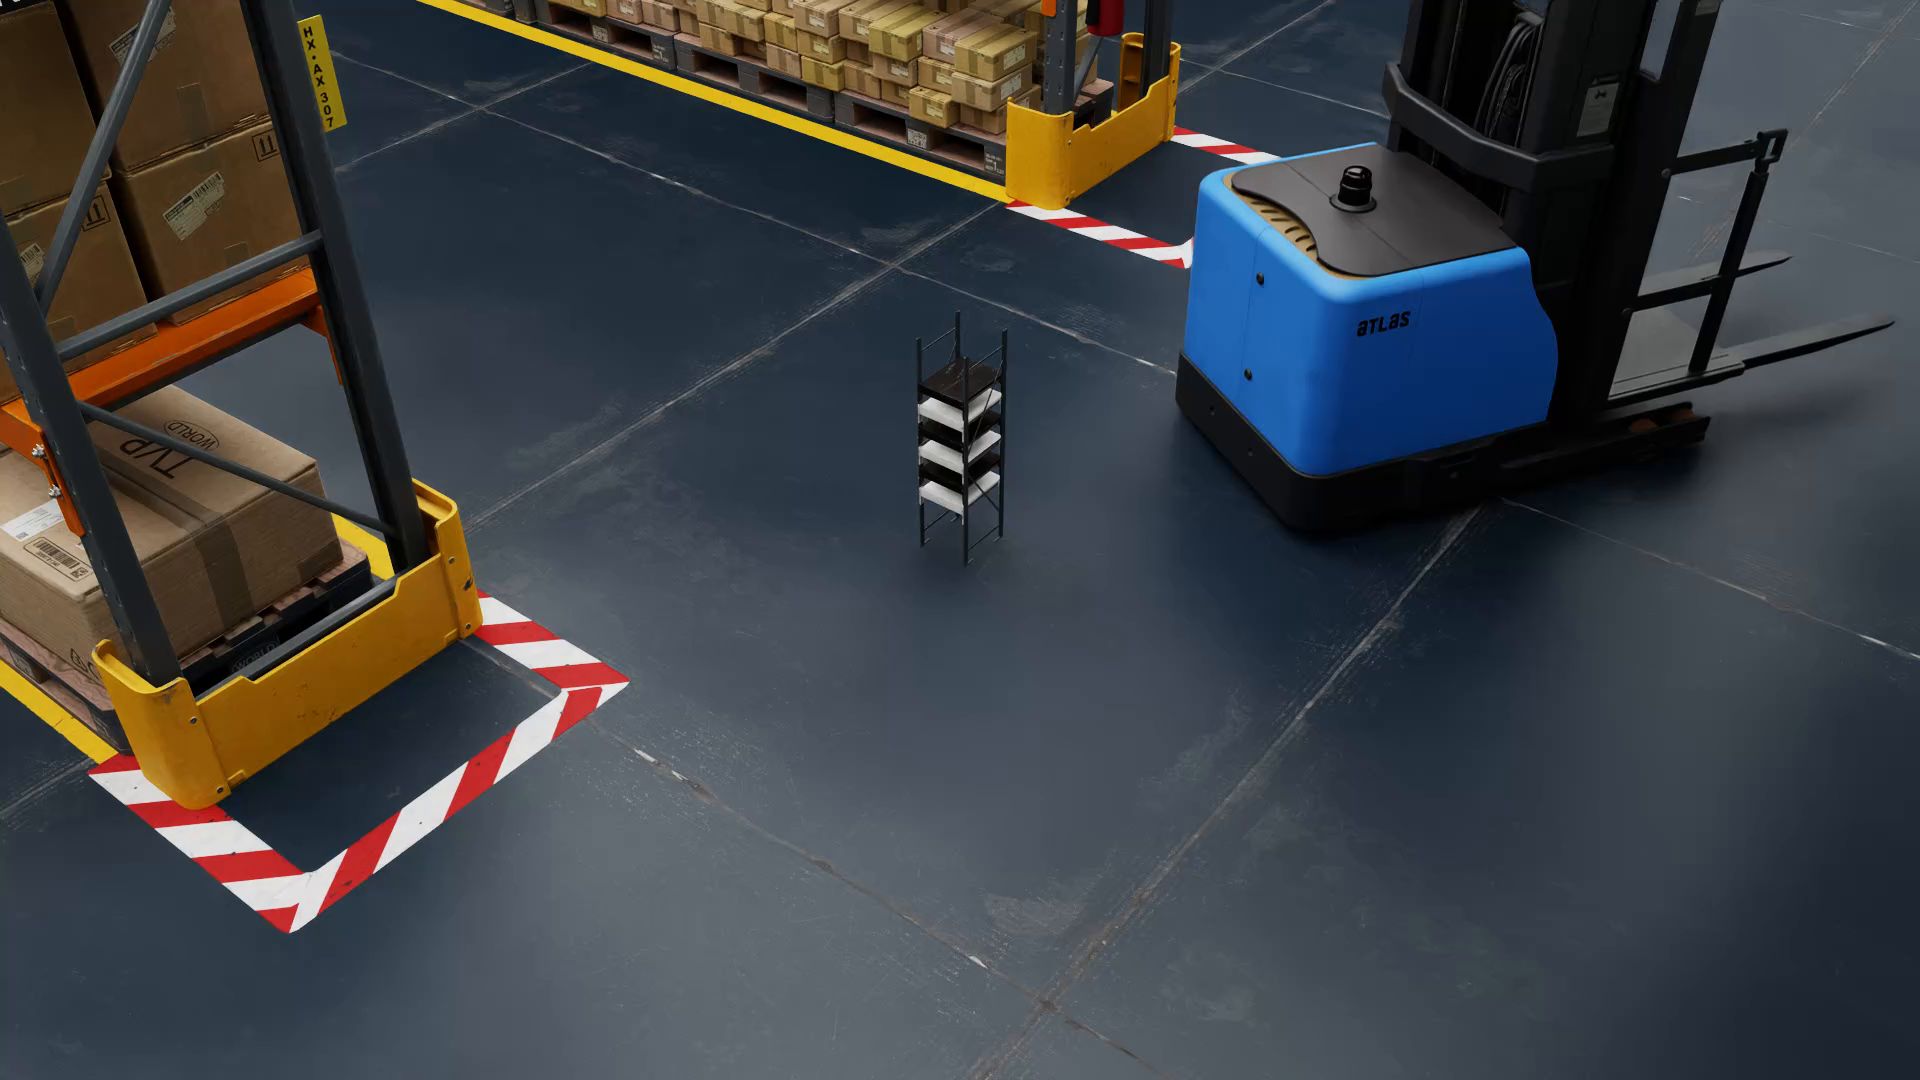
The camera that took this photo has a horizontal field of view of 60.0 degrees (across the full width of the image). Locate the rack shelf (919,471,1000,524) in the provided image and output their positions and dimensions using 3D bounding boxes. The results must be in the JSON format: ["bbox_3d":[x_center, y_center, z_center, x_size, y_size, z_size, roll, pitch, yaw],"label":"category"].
[{"bbox_3d":[0.006,-0.183,6.100,0.200,0.077,0.258,25,45,29],"label":"rack shelf"}]

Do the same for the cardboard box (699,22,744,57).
[{"bbox_3d":[-1.270,-2.925,9.525,0.250,0.149,0.380,24,44,27],"label":"cardboard box"}]

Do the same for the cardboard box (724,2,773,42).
[{"bbox_3d":[-1.096,-2.938,9.300,0.250,0.149,0.380,26,45,29],"label":"cardboard box"}]

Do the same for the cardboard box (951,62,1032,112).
[{"bbox_3d":[0.165,-2.362,8.564,0.250,0.149,0.380,24,44,27],"label":"cardboard box"}]

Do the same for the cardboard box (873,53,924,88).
[{"bbox_3d":[-0.249,-2.556,8.811,0.250,0.149,0.380,23,44,27],"label":"cardboard box"}]

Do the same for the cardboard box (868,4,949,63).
[{"bbox_3d":[-0.264,-2.652,8.694,0.250,0.149,0.380,24,44,28],"label":"cardboard box"}]

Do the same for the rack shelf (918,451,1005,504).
[{"bbox_3d":[0.006,-0.254,6.045,0.200,0.077,0.258,25,45,29],"label":"rack shelf"}]

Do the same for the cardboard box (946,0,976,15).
[{"bbox_3d":[0.134,-2.985,9.119,0.250,0.149,0.380,25,45,28],"label":"cardboard box"}]

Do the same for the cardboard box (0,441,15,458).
[{"bbox_3d":[-3.486,-0.376,6.034,0.875,0.438,0.875,27,45,30],"label":"cardboard box"}]

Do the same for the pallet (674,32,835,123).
[{"bbox_3d":[-0.891,-2.853,9.723,1.213,0.211,1.003,25,45,29],"label":"pallet"}]

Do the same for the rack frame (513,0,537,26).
[{"bbox_3d":[-2.420,-4.642,9.746,0.127,3.000,1.000,25,45,29],"label":"rack frame"}]

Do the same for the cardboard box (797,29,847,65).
[{"bbox_3d":[-0.668,-2.743,9.051,0.250,0.149,0.380,26,45,29],"label":"cardboard box"}]

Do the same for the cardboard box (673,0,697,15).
[{"bbox_3d":[-1.438,-3.168,9.594,0.250,0.149,0.380,27,46,30],"label":"cardboard box"}]

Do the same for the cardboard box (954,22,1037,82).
[{"bbox_3d":[0.183,-2.495,8.493,0.250,0.149,0.380,26,45,29],"label":"cardboard box"}]

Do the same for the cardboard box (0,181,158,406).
[{"bbox_3d":[-2.713,-0.773,4.723,0.500,0.500,0.500,26,45,29],"label":"cardboard box"}]

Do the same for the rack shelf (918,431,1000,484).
[{"bbox_3d":[0.006,-0.325,5.989,0.200,0.077,0.258,25,45,29],"label":"rack shelf"}]

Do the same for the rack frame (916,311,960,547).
[{"bbox_3d":[-0.074,-0.389,6.017,0.006,0.900,0.240,25,45,29],"label":"rack frame"}]

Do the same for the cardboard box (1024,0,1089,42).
[{"bbox_3d":[0.548,-2.784,8.861,0.250,0.149,0.380,23,44,27],"label":"cardboard box"}]

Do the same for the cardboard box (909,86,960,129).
[{"bbox_3d":[-0.053,-2.328,8.763,0.250,0.149,0.380,27,45,30],"label":"cardboard box"}]

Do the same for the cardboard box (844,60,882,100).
[{"bbox_3d":[-0.415,-2.556,9.053,0.250,0.149,0.380,26,45,29],"label":"cardboard box"}]

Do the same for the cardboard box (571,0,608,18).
[{"bbox_3d":[-2.114,-3.291,9.993,0.250,0.149,0.380,27,45,30],"label":"cardboard box"}]

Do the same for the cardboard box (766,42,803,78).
[{"bbox_3d":[-0.860,-2.733,9.279,0.250,0.149,0.380,26,45,29],"label":"cardboard box"}]

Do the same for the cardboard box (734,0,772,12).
[{"bbox_3d":[-1.046,-3.091,9.254,0.250,0.149,0.380,25,45,29],"label":"cardboard box"}]

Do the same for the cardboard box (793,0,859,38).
[{"bbox_3d":[-0.679,-2.854,8.951,0.250,0.149,0.380,27,45,30],"label":"cardboard box"}]

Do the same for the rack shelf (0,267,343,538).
[{"bbox_3d":[-3.758,-1.148,5.867,4.000,0.370,1.077,25,45,29],"label":"rack shelf"}]

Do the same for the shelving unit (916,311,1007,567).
[{"bbox_3d":[0.006,-0.351,5.969,0.210,0.900,0.258,25,45,29],"label":"shelving unit"}]

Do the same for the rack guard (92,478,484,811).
[{"bbox_3d":[-2.150,0.311,5.447,0.348,0.500,1.175,25,45,29],"label":"rack guard"}]

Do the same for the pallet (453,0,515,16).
[{"bbox_3d":[-3.039,-3.835,10.977,1.213,0.211,1.003,25,45,29],"label":"pallet"}]

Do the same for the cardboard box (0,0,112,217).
[{"bbox_3d":[-2.697,-1.179,4.431,0.500,0.500,0.500,27,45,30],"label":"cardboard box"}]

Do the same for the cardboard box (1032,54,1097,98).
[{"bbox_3d":[0.536,-2.540,9.033,0.250,0.149,0.380,26,45,29],"label":"cardboard box"}]

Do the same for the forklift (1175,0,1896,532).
[{"bbox_3d":[2.459,-1.759,6.119,3.031,2.935,1.130,-14,40,-17],"label":"forklift"}]

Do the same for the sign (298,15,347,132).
[{"bbox_3d":[-1.827,-1.324,4.741,0.005,0.325,0.100,25,45,29],"label":"sign"}]

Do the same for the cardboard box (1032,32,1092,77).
[{"bbox_3d":[0.497,-2.626,8.901,0.250,0.149,0.380,27,46,30],"label":"cardboard box"}]

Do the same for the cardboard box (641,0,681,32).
[{"bbox_3d":[-1.653,-3.153,9.816,0.250,0.149,0.380,24,44,28],"label":"cardboard box"}]

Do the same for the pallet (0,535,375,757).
[{"bbox_3d":[-2.852,0.155,5.881,1.213,0.211,1.003,25,45,29],"label":"pallet"}]
